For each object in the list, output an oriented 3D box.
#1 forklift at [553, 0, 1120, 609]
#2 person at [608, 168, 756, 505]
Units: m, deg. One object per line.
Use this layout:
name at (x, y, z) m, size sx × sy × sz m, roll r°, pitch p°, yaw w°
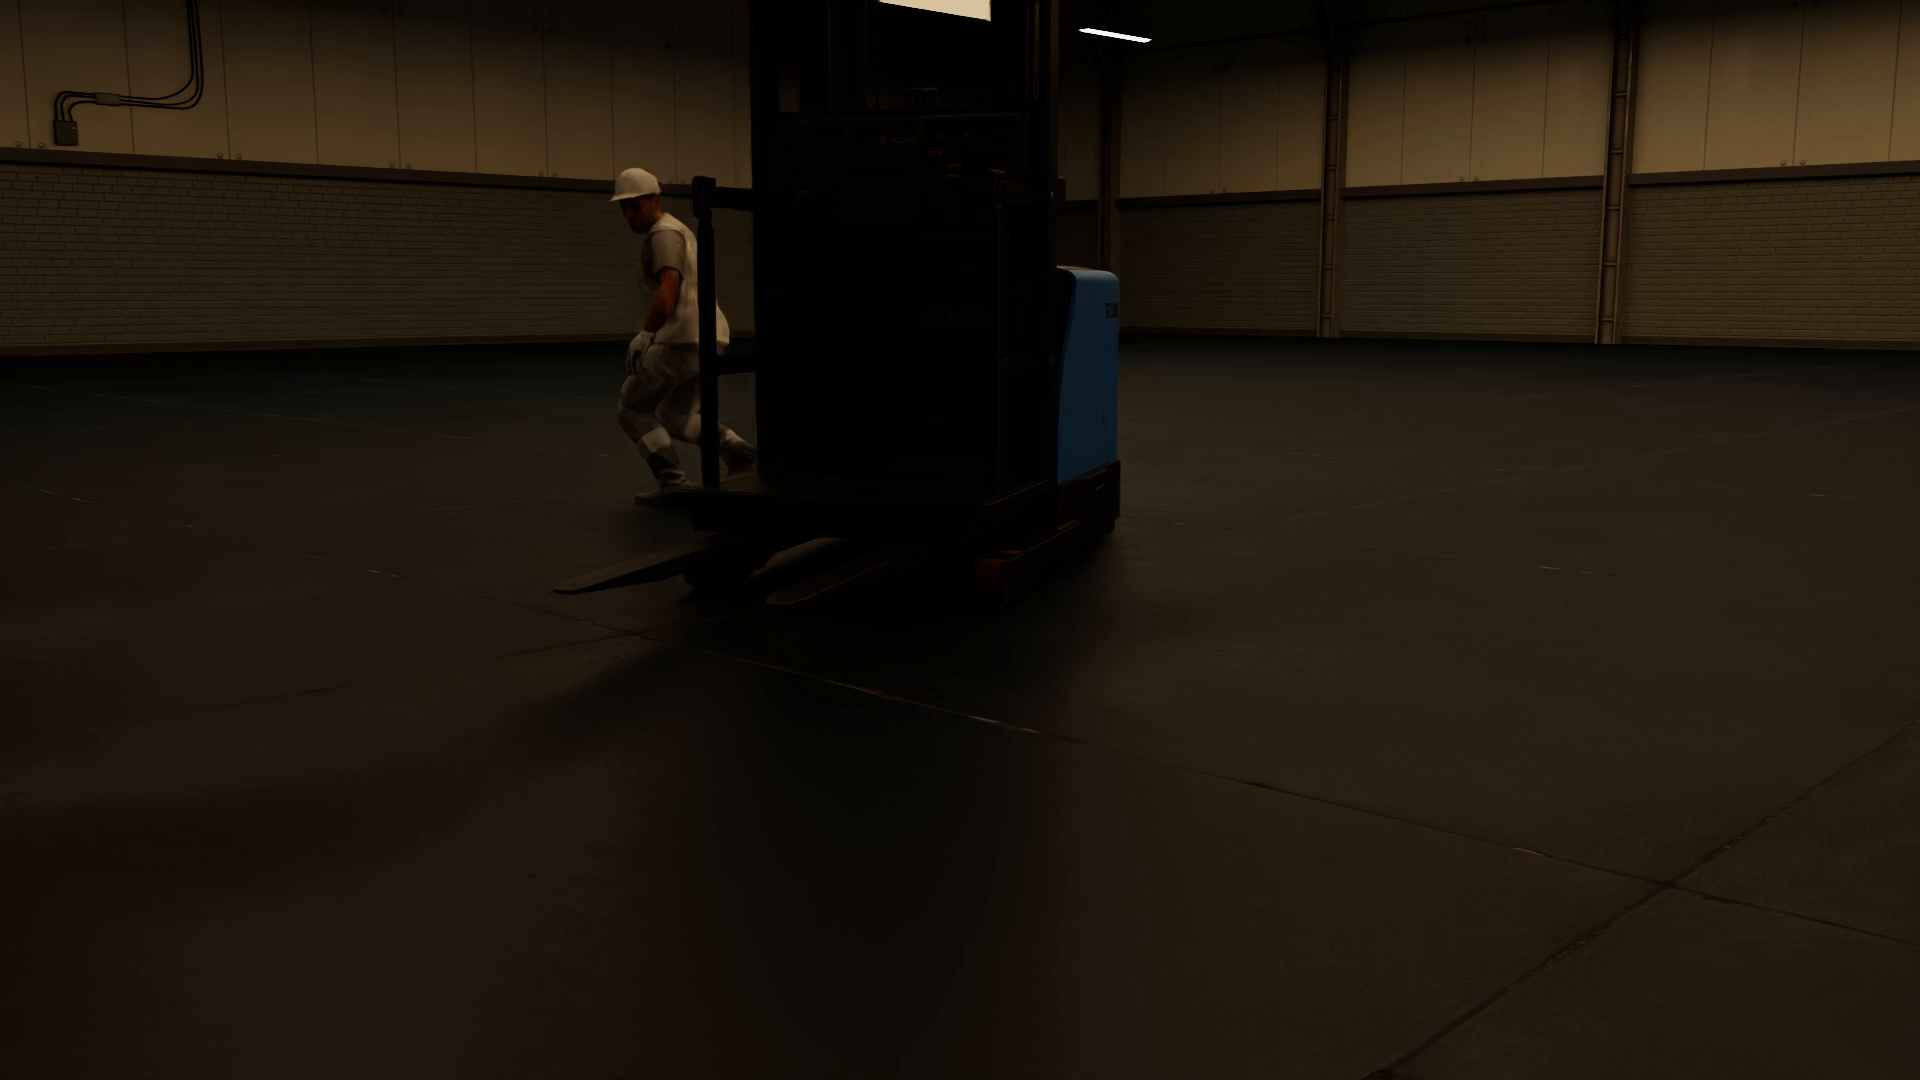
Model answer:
forklift at (-0.279, -1.296, 5.478) m, size 1.130 × 2.935 × 3.031 m, roll 3°, pitch 9°, yaw 18°
person at (-1.290, -0.945, 7.809) m, size 0.657 × 1.567 × 0.852 m, roll 3°, pitch 9°, yaw 18°
